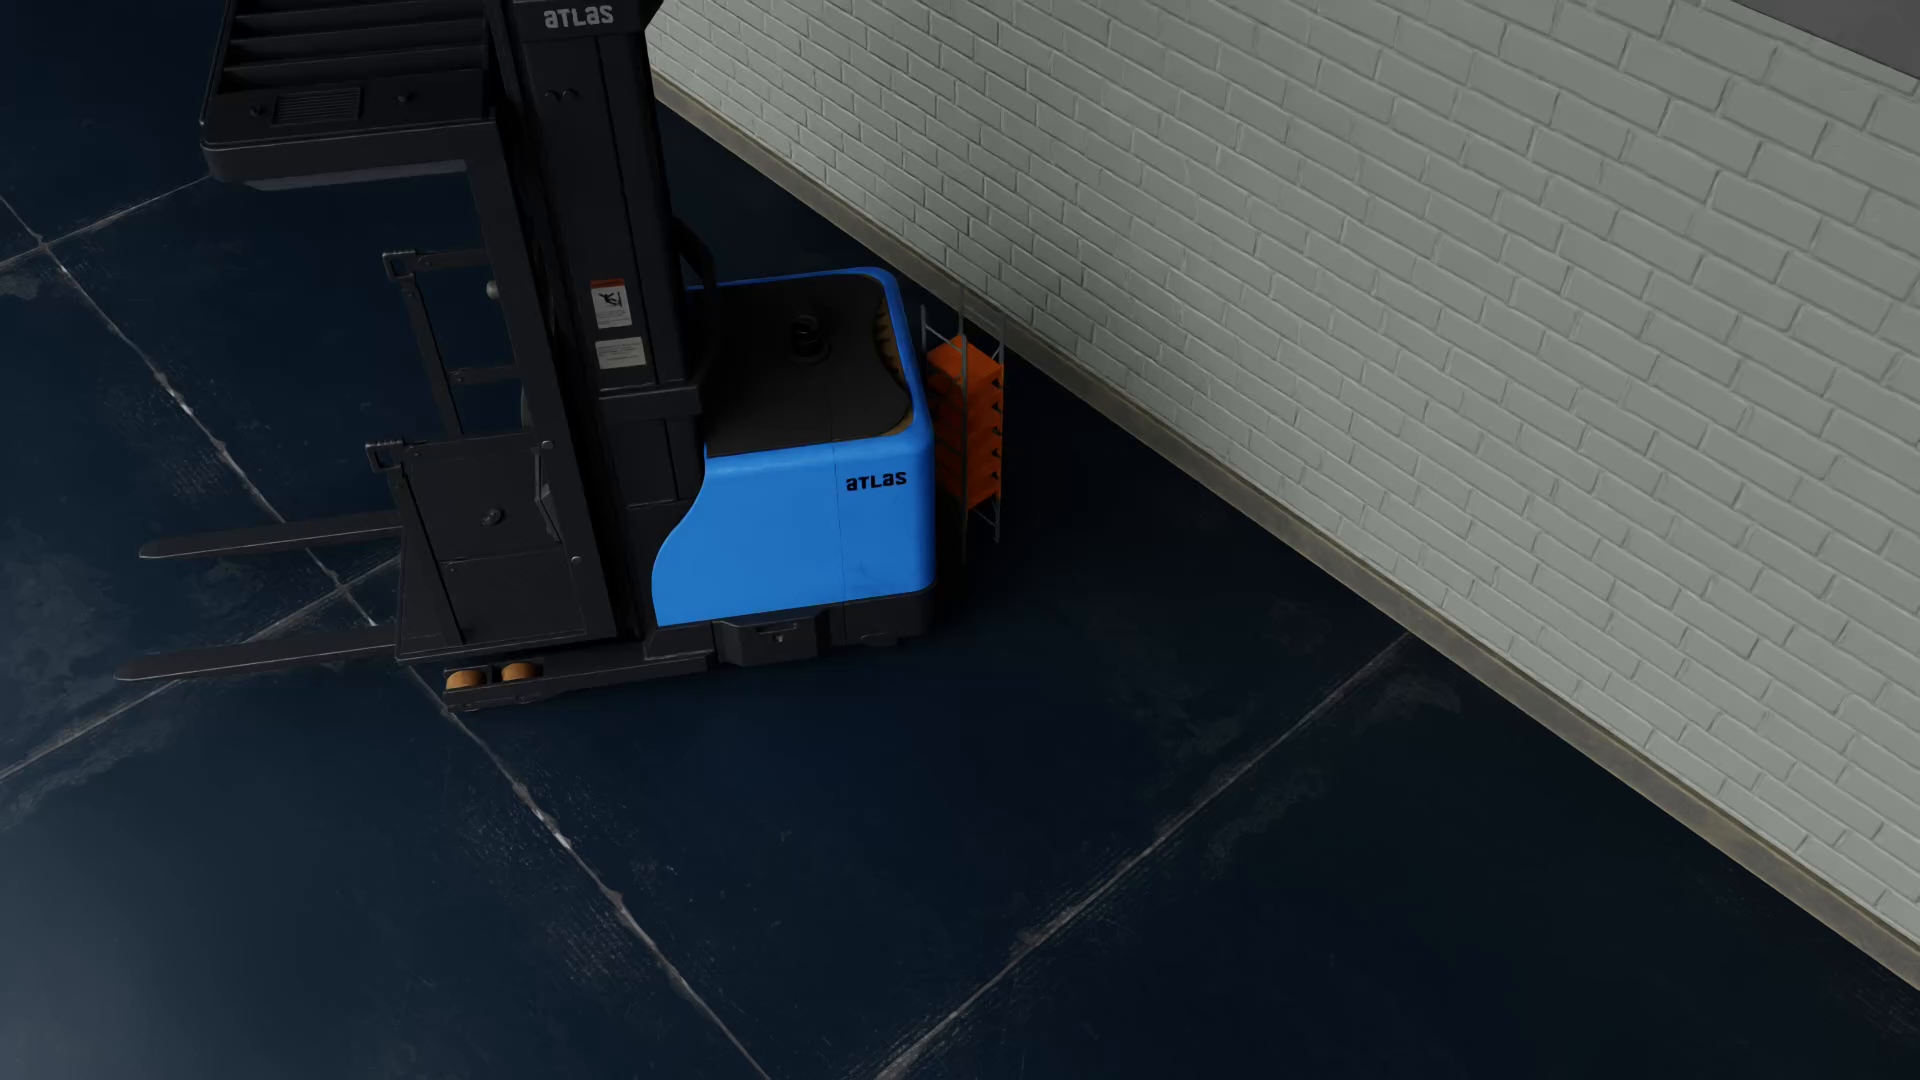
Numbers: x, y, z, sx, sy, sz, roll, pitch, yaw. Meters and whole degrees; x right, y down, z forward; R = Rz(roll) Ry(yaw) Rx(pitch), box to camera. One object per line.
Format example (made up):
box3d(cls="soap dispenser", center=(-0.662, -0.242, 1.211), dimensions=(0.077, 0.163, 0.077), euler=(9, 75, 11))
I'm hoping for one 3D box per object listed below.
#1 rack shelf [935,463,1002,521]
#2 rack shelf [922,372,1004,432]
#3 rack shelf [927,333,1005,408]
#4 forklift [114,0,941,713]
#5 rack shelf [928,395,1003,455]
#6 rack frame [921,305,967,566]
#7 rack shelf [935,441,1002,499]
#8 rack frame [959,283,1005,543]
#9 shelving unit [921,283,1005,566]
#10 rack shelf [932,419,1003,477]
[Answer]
box3d(cls="rack shelf", center=(0.011, -0.221, 6.578), dimensions=(0.180, 0.103, 0.258), euler=(-34, 56, -27))
box3d(cls="rack shelf", center=(0.011, -0.547, 6.225), dimensions=(0.180, 0.103, 0.258), euler=(-34, 56, -27))
box3d(cls="rack shelf", center=(0.011, -0.628, 6.137), dimensions=(0.180, 0.103, 0.258), euler=(-34, 56, -27))
box3d(cls="forklift", center=(-1.642, -0.776, 5.525), dimensions=(3.031, 2.935, 1.130), euler=(-8, 48, -7))
box3d(cls="rack shelf", center=(0.011, -0.465, 6.313), dimensions=(0.180, 0.103, 0.258), euler=(-34, 56, -27))
box3d(cls="rack frame", center=(-0.057, -0.369, 6.327), dimensions=(0.006, 1.200, 0.240), euler=(-34, 56, -27))
box3d(cls="rack shelf", center=(0.011, -0.303, 6.490), dimensions=(0.180, 0.103, 0.258), euler=(-34, 56, -27))
box3d(cls="rack frame", center=(0.078, -0.459, 6.411), dimensions=(0.006, 1.200, 0.240), euler=(-34, 56, -27))
box3d(cls="shelving unit", center=(0.011, -0.414, 6.369), dimensions=(0.189, 1.200, 0.258), euler=(-34, 56, -27))
box3d(cls="rack shelf", center=(0.011, -0.384, 6.402), dimensions=(0.180, 0.103, 0.258), euler=(-34, 56, -27))
